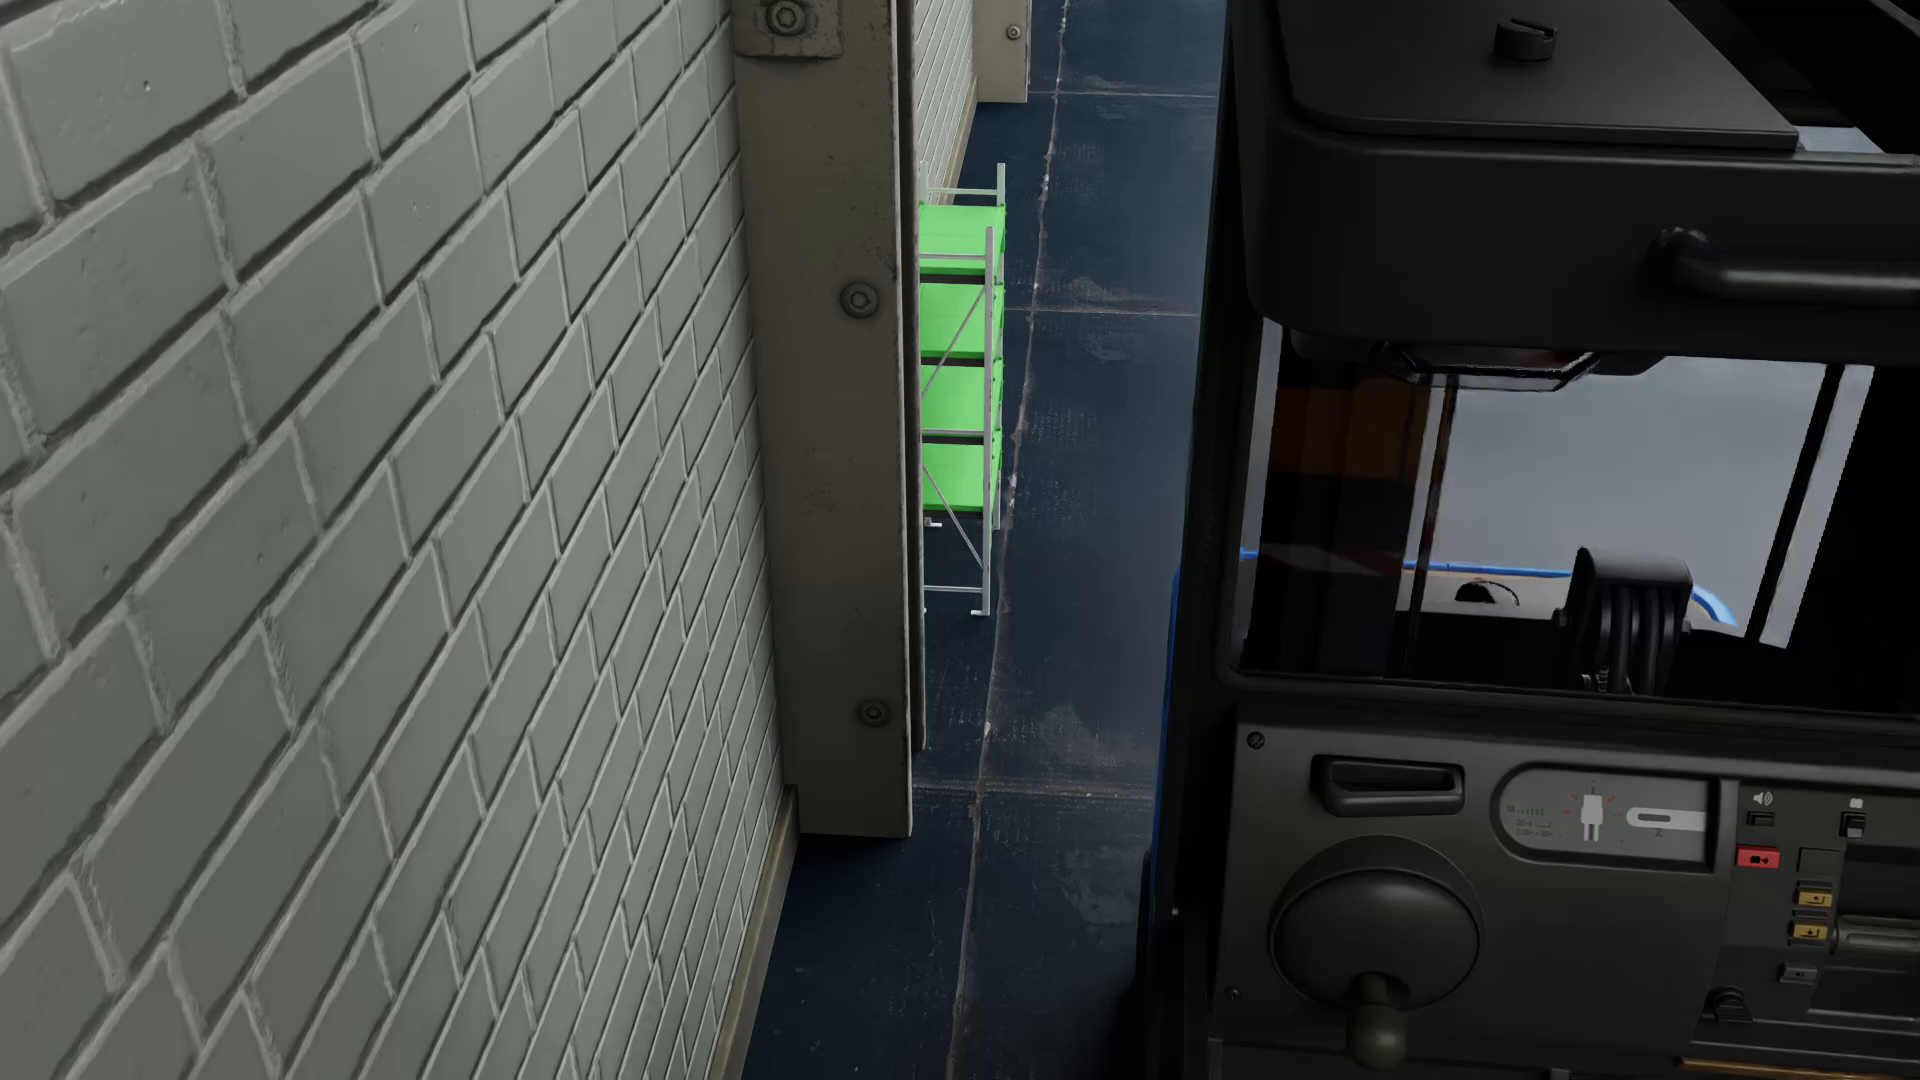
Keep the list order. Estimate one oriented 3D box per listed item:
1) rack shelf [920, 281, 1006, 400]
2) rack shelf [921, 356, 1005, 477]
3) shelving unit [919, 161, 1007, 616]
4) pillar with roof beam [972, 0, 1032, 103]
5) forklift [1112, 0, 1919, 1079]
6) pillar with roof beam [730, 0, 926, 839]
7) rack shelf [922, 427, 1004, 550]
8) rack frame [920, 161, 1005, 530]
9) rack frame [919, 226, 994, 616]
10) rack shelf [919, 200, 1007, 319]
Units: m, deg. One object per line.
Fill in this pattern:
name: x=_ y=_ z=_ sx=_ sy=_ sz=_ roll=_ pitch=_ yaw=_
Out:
rack shelf: x=-0.013 y=-0.574 z=4.702 sx=0.258 sy=0.148 sz=0.480 roll=2 pitch=32 yaw=4
rack shelf: x=-0.013 y=-0.370 z=4.828 sx=0.258 sy=0.148 sz=0.480 roll=2 pitch=32 yaw=4
shelving unit: x=-0.013 y=-0.424 z=4.795 sx=0.258 sy=1.200 sz=0.503 roll=2 pitch=32 yaw=4
pillar with roof beam: x=4.519 y=-6.165 z=6.677 sx=9.100 sy=9.000 sz=0.400 roll=2 pitch=32 yaw=4
forklift: x=0.748 y=0.468 z=1.698 sx=1.130 sy=2.935 sz=3.031 roll=4 pitch=32 yaw=6
pillar with roof beam: x=4.031 y=-3.028 z=1.586 sx=9.100 sy=9.000 sz=0.400 roll=2 pitch=32 yaw=4
rack shelf: x=-0.013 y=-0.166 z=4.954 sx=0.258 sy=0.148 sz=0.480 roll=2 pitch=32 yaw=4
rack frame: x=0.006 y=-0.552 z=5.002 sx=0.240 sy=1.200 sz=0.015 roll=2 pitch=32 yaw=4
rack frame: x=-0.033 y=-0.297 z=4.588 sx=0.240 sy=1.200 sz=0.015 roll=2 pitch=32 yaw=4
rack shelf: x=-0.013 y=-0.778 z=4.576 sx=0.258 sy=0.148 sz=0.480 roll=2 pitch=32 yaw=4
